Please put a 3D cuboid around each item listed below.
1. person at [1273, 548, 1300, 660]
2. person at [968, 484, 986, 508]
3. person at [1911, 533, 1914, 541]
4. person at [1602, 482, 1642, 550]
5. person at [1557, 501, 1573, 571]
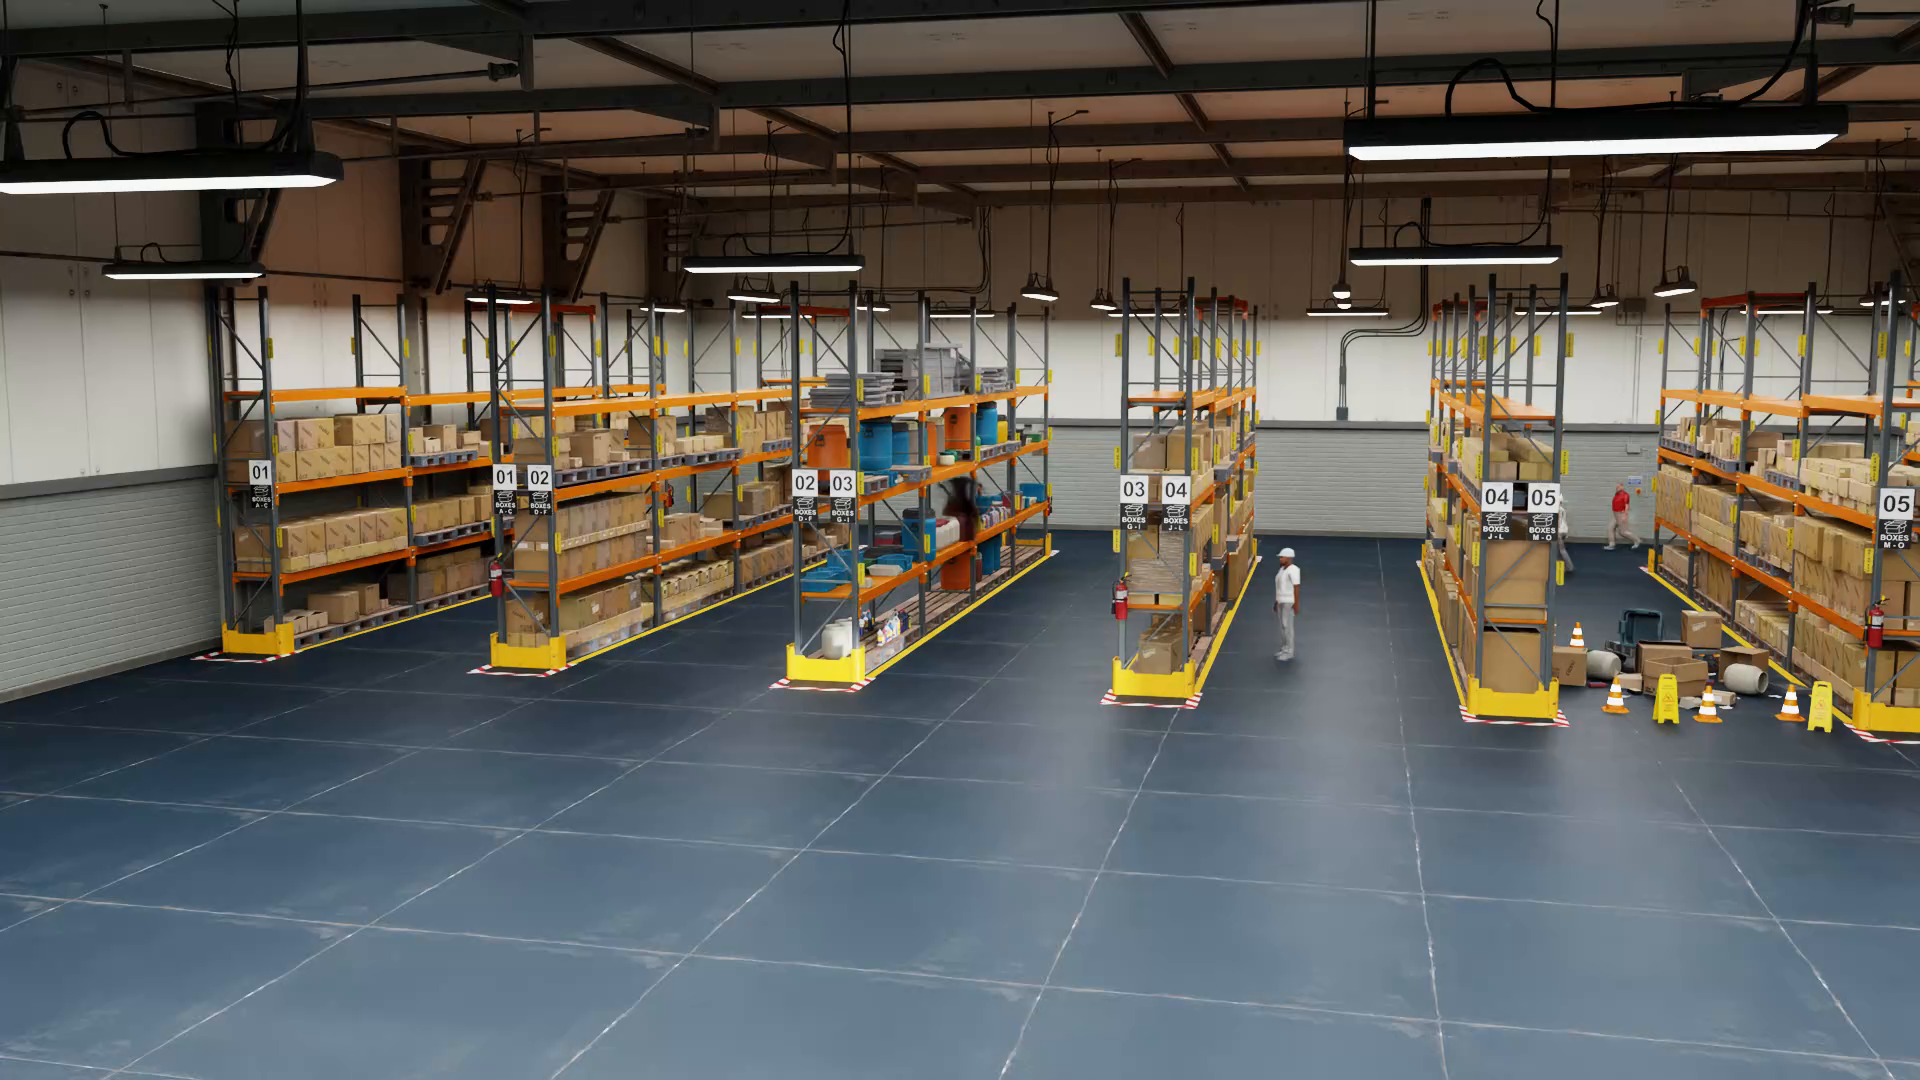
[{"bbox_3d":[5.261,1.025,26.997,0.462,1.772,0.671,-1,7,-12],"label":"person"},{"bbox_3d":[0.477,-0.596,41.721,0.575,1.610,0.872,-4,8,-30],"label":"person"},{"bbox_3d":[17.181,0.697,30.384,0.550,1.714,0.560,-4,8,-34],"label":"person"},{"bbox_3d":[16.425,-0.591,41.261,0.855,1.684,0.577,0,7,2],"label":"person"},{"bbox_3d":[13.398,-0.156,37.437,0.666,1.670,0.996,-5,8,-36],"label":"person"}]
